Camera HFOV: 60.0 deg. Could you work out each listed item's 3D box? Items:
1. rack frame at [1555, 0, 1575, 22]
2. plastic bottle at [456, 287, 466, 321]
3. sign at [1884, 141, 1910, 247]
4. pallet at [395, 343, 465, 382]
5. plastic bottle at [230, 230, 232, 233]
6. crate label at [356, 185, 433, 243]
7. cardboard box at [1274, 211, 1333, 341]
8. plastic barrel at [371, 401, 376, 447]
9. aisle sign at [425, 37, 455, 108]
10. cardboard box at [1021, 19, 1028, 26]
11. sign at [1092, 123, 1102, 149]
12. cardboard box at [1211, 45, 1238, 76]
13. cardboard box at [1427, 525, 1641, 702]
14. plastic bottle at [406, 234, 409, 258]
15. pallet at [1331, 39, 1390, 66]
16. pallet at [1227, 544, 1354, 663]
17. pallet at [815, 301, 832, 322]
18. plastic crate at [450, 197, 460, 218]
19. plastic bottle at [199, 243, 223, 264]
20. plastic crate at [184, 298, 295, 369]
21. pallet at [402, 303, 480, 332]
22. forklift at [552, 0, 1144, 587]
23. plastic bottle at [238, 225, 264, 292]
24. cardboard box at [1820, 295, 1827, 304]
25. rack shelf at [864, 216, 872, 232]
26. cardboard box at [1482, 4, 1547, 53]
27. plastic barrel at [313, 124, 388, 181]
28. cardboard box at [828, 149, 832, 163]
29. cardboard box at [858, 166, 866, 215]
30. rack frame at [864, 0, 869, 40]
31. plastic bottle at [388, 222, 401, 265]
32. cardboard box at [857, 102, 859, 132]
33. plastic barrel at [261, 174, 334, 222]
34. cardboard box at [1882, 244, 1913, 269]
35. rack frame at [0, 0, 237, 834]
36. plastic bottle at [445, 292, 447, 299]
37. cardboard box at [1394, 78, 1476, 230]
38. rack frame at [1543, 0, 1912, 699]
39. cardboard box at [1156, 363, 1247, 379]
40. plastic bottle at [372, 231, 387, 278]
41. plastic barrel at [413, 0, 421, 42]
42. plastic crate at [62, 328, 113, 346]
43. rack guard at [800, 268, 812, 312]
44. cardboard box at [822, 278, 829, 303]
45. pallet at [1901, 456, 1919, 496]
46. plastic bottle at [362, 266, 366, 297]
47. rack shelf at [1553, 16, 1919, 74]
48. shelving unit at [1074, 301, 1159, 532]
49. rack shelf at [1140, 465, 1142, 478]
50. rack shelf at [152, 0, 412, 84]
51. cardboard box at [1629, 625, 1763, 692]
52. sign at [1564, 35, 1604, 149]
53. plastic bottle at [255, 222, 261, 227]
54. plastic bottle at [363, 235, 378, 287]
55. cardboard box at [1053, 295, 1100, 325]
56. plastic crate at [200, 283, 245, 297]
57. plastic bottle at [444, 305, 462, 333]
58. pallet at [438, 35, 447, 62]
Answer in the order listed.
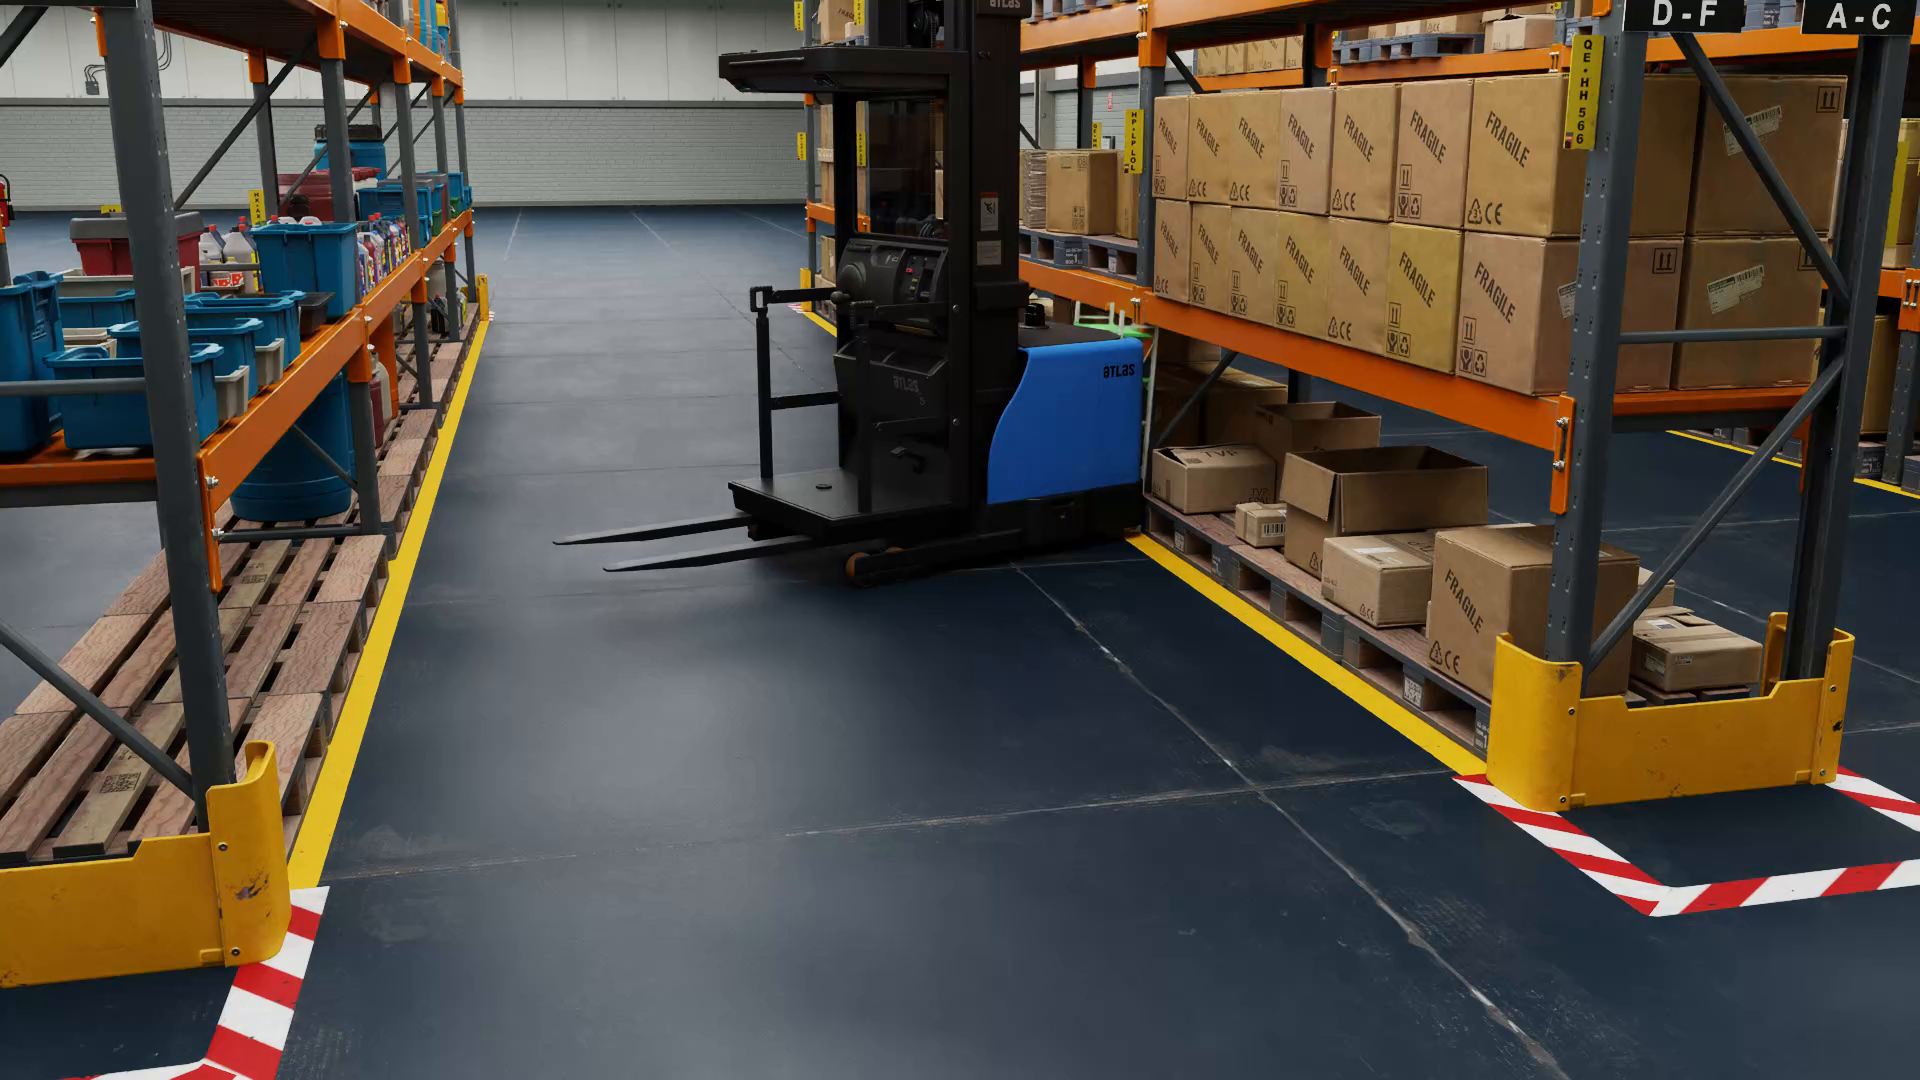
[{"bbox_3d":[5.323,-5.670,13.174,1.000,3.000,0.127,-3,14,-13],"label":"rack frame"},{"bbox_3d":[-5.220,-2.447,17.278,0.144,0.351,0.185,-3,14,-11],"label":"plastic bottle"},{"bbox_3d":[2.915,-1.084,5.220,0.100,0.325,0.005,-3,14,-13],"label":"sign"},{"bbox_3d":[-5.024,-1.593,15.001,1.003,0.211,1.213,-3,14,-13],"label":"pallet"},{"bbox_3d":[-4.163,-1.633,9.537,0.061,0.283,0.133,-3,14,-13],"label":"plastic bottle"},{"bbox_3d":[-4.277,-2.465,12.622,0.502,0.435,0.616,-3,14,-13],"label":"crate label"},{"bbox_3d":[1.663,-1.121,6.985,0.500,0.500,0.500,-3,14,-14],"label":"cardboard box"},{"bbox_3d":[-3.690,-0.701,9.834,0.421,0.512,0.421,0,14,0],"label":"plastic barrel"},{"bbox_3d":[-5.914,-5.345,19.007,0.394,0.787,0.004,-3,14,-13],"label":"aisle sign"},{"bbox_3d":[0.886,-3.648,11.008,0.910,0.500,0.500,-3,14,-13],"label":"cardboard box"},{"bbox_3d":[1.034,-3.035,12.757,0.100,0.325,0.005,-3,14,-13],"label":"sign"},{"bbox_3d":[3.371,-5.900,20.182,0.500,0.500,0.500,-2,14,-9],"label":"cardboard box"},{"bbox_3d":[2.021,0.256,5.900,0.500,0.500,0.500,-3,14,-13],"label":"cardboard box"},{"bbox_3d":[-3.788,-2.010,11.252,0.097,0.201,0.097,0,14,0],"label":"plastic bottle"},{"bbox_3d":[4.425,-4.896,16.723,1.213,0.211,1.003,-3,14,-13],"label":"pallet"},{"bbox_3d":[1.899,0.239,7.504,1.003,0.211,1.213,-3,14,-13],"label":"pallet"},{"bbox_3d":[-1.149,-2.796,19.925,1.003,0.211,1.213,-3,14,-13],"label":"pallet"},{"bbox_3d":[-5.290,-3.352,16.775,0.450,0.188,0.662,-3,14,-13],"label":"plastic crate"},{"bbox_3d":[-3.860,-1.378,8.507,0.152,0.276,0.135,-3,14,-13],"label":"plastic bottle"},{"bbox_3d":[-2.475,-0.685,5.636,0.416,0.233,0.300,-3,14,-13],"label":"plastic crate"},{"bbox_3d":[-5.936,-2.492,18.682,1.003,0.211,1.213,-3,14,-13],"label":"pallet"},{"bbox_3d":[-0.518,-1.339,8.232,3.031,2.935,1.130,-9,17,-33],"label":"forklift"},{"bbox_3d":[-3.804,-1.501,8.856,0.144,0.351,0.185,-3,14,-13],"label":"plastic bottle"},{"bbox_3d":[5.772,-1.340,11.737,0.750,0.750,0.750,-3,14,-11],"label":"cardboard box"},{"bbox_3d":[0.039,-2.591,14.727,1.077,0.370,4.000,-3,14,-13],"label":"rack shelf"},{"bbox_3d":[5.109,-4.577,14.761,0.797,0.503,0.637,-1,14,-5],"label":"cardboard box"},{"bbox_3d":[-5.450,-3.264,14.910,0.600,0.901,0.708,-3,14,-13],"label":"plastic barrel"},{"bbox_3d":[-1.308,-4.409,19.075,0.380,0.149,0.250,-4,14,-14],"label":"cardboard box"},{"bbox_3d":[-0.671,-3.673,17.432,0.700,0.500,0.500,-3,14,-14],"label":"cardboard box"},{"bbox_3d":[-0.430,-6.316,15.818,1.000,3.000,0.127,-3,14,-13],"label":"rack frame"},{"bbox_3d":[-3.642,-1.901,10.658,0.097,0.271,0.097,0,14,0],"label":"plastic bottle"},{"bbox_3d":[-0.778,-4.414,17.731,0.700,0.500,0.500,-3,14,-13],"label":"cardboard box"},{"bbox_3d":[-4.710,-2.360,11.979,0.600,0.536,0.708,-3,14,-13],"label":"plastic barrel"},{"bbox_3d":[5.908,-1.783,10.391,0.380,0.149,0.250,-3,14,-13],"label":"cardboard box"},{"bbox_3d":[-2.428,-0.358,4.072,1.000,3.000,0.127,-3,14,-13],"label":"rack frame"},{"bbox_3d":[-5.399,-2.478,17.547,0.061,0.283,0.133,-3,14,-13],"label":"plastic bottle"},{"bbox_3d":[1.897,-1.371,5.903,0.500,0.500,0.500,-3,14,-12],"label":"cardboard box"},{"bbox_3d":[2.388,-0.633,5.199,1.000,3.000,0.127,-3,14,-13],"label":"rack frame"},{"bbox_3d":[1.436,-0.803,10.234,0.500,0.500,0.500,-3,14,-12],"label":"cardboard box"},{"bbox_3d":[-3.401,-1.664,9.689,0.097,0.271,0.097,0,14,0],"label":"plastic bottle"},{"bbox_3d":[-4.442,-4.222,12.662,0.600,0.830,0.708,-3,14,-13],"label":"plastic barrel"},{"bbox_3d":[-3.026,-0.635,5.635,0.298,0.136,0.250,-3,14,-13],"label":"plastic crate"},{"bbox_3d":[-1.375,-3.116,20.626,1.175,0.500,0.348,-3,14,-13],"label":"rack guard"},{"bbox_3d":[-1.339,-2.941,19.555,0.500,0.250,0.500,-3,14,-13],"label":"cardboard box"},{"bbox_3d":[6.365,-0.299,9.704,1.003,0.211,1.213,-3,14,-13],"label":"pallet"},{"bbox_3d":[-3.115,-1.349,8.547,0.097,0.201,0.097,0,14,0],"label":"plastic bottle"},{"bbox_3d":[5.793,-3.402,11.727,1.077,0.370,4.000,-3,14,-13],"label":"rack shelf"},{"bbox_3d":[0.816,-0.683,9.155,0.258,1.200,0.503,-2,14,-25],"label":"shelving unit"},{"bbox_3d":[0.796,-0.387,9.221,0.258,0.148,0.480,-2,14,-25],"label":"rack shelf"},{"bbox_3d":[-3.837,-2.850,9.467,1.077,0.370,4.000,-3,14,-13],"label":"rack shelf"},{"bbox_3d":[2.624,0.422,5.959,0.380,0.149,0.250,-3,14,-13],"label":"cardboard box"},{"bbox_3d":[1.844,-1.323,4.916,0.100,0.325,0.005,-3,14,-13],"label":"sign"},{"bbox_3d":[-4.369,-1.836,10.366,0.061,0.283,0.133,-3,14,-13],"label":"plastic bottle"},{"bbox_3d":[-3.247,-1.537,9.145,0.061,0.283,0.133,-3,14,-13],"label":"plastic bottle"},{"bbox_3d":[0.974,-1.627,12.026,0.500,0.250,0.500,-3,14,-11],"label":"cardboard box"},{"bbox_3d":[-3.397,-1.066,7.401,0.396,0.136,0.243,-3,14,-13],"label":"plastic crate"},{"bbox_3d":[-4.997,-2.188,16.374,0.152,0.276,0.135,-3,14,-11],"label":"plastic bottle"},{"bbox_3d":[-5.510,-4.653,15.729,1.213,0.211,1.003,-3,14,-13],"label":"pallet"}]
